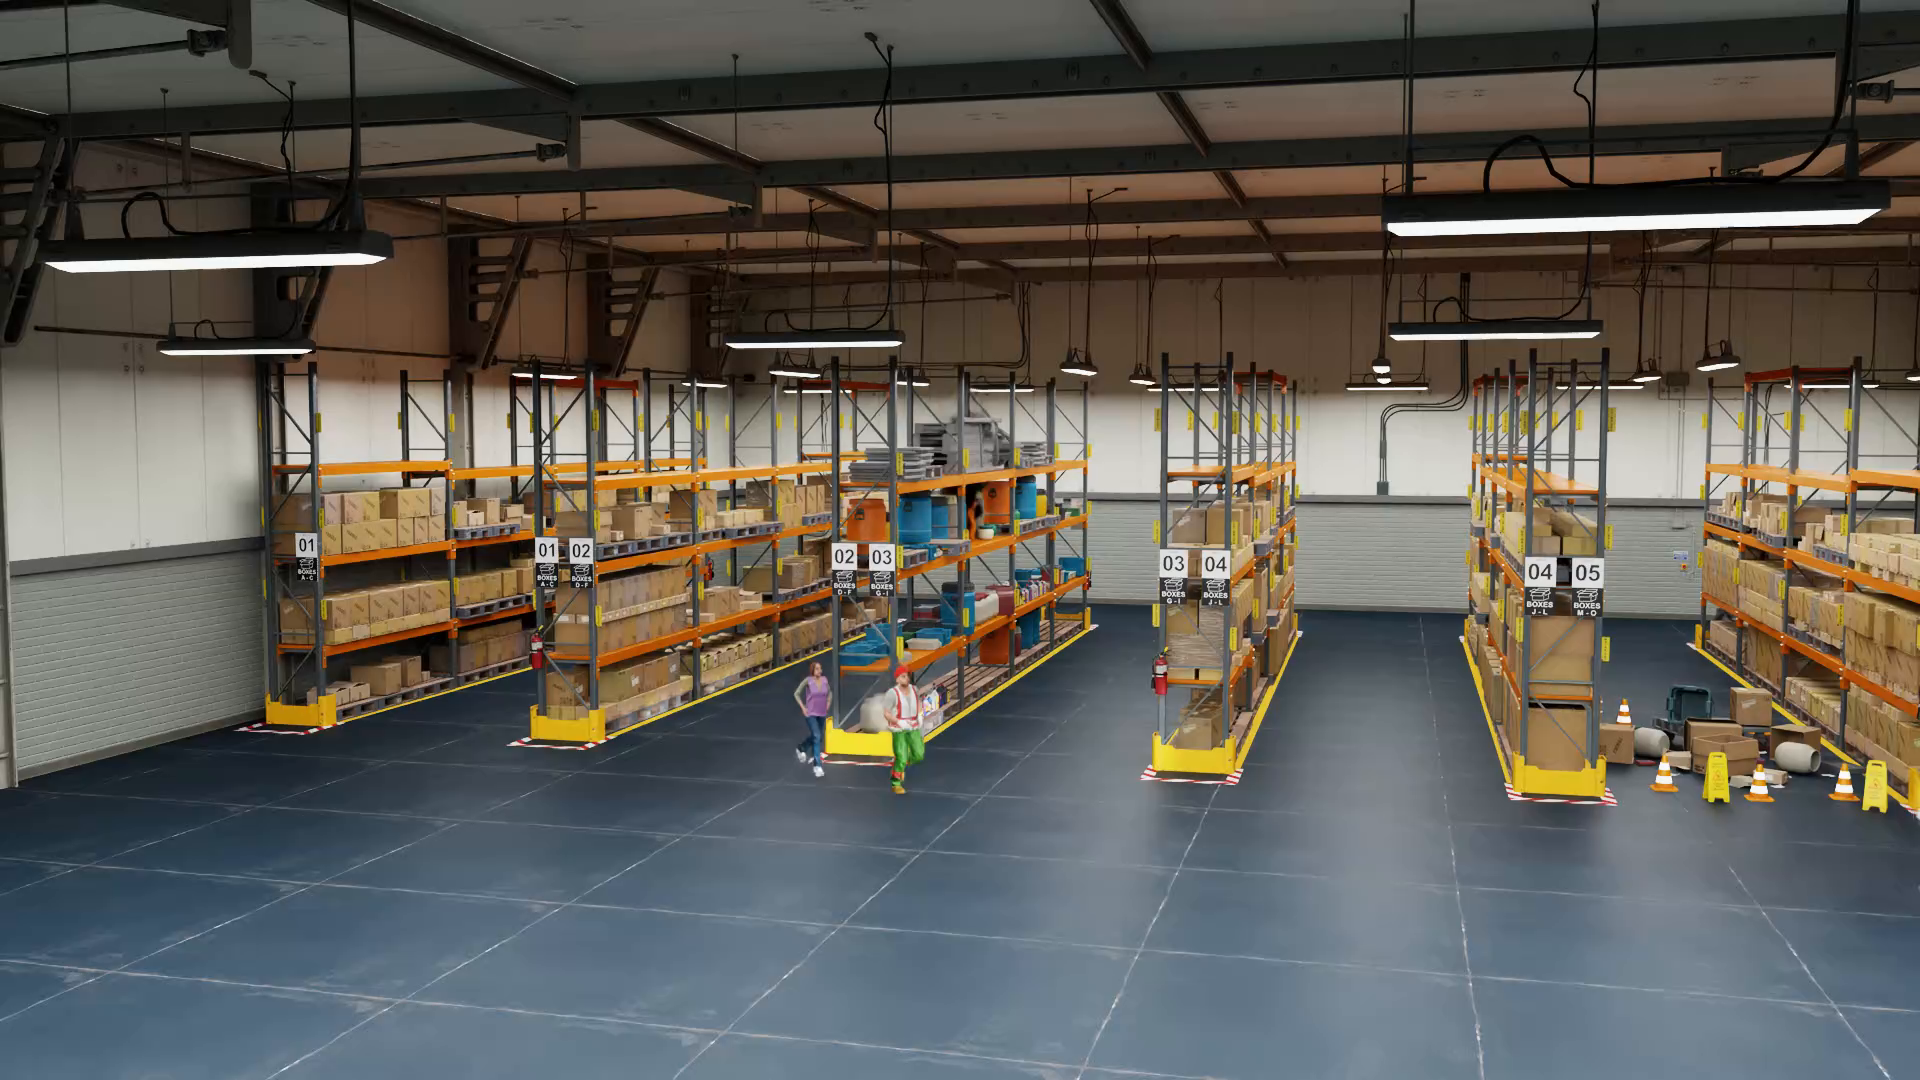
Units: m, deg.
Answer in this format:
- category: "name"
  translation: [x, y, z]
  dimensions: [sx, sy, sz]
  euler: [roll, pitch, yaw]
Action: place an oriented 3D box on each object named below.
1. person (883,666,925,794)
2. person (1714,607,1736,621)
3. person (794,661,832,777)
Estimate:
- category: "person"
  translation: [-0.724, 2.559, 22.385]
  dimensions: [0.683, 1.736, 0.657]
  euler: [-3, 5, -34]
- category: "person"
  translation: [17.508, 1.487, 38.041]
  dimensions: [0.660, 1.637, 0.889]
  euler: [-4, 6, -44]
- category: "person"
  translation: [-2.102, 2.529, 23.860]
  dimensions: [0.552, 1.616, 0.775]
  euler: [-3, 5, -38]
